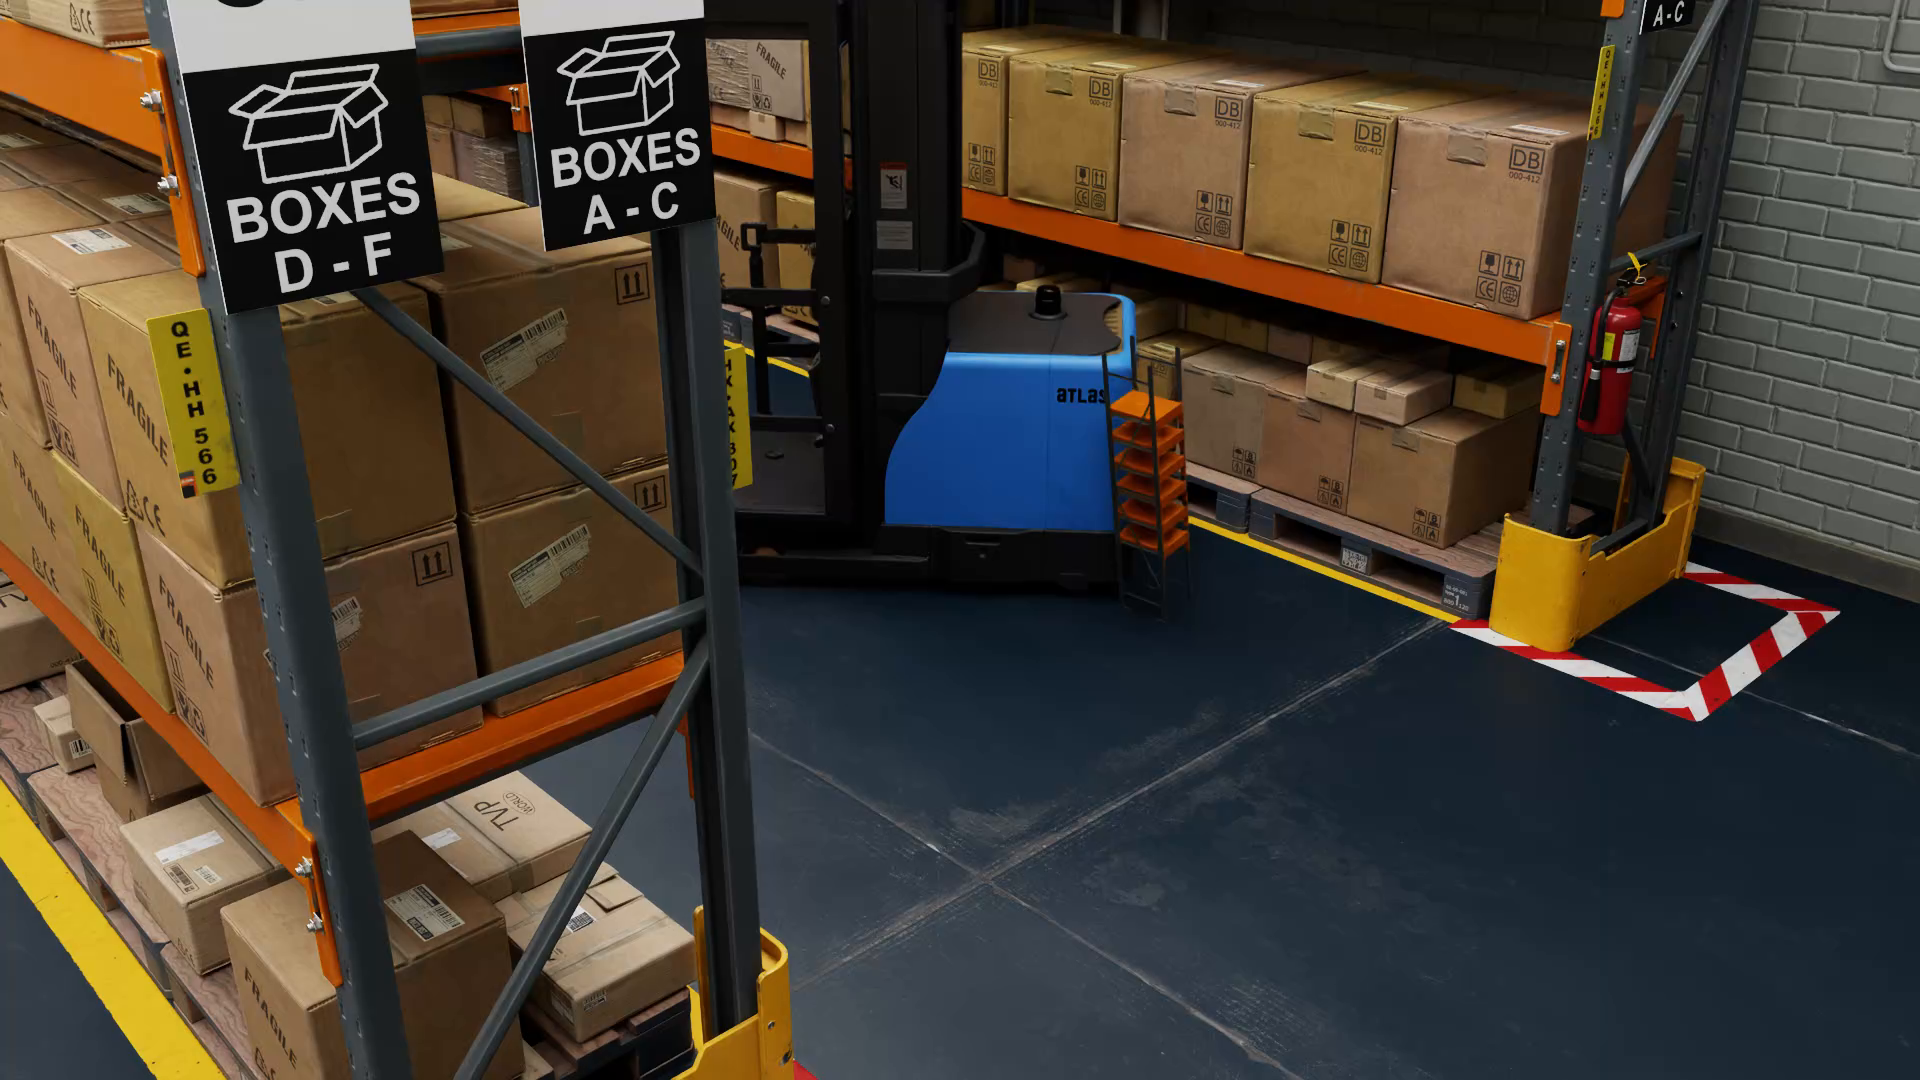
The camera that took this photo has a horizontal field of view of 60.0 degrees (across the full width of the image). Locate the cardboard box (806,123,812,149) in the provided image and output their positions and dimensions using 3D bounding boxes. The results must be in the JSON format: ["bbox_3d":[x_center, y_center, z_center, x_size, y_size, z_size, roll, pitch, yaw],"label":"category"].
[{"bbox_3d":[-0.651,-2.319,9.498,0.380,0.149,0.250,-21,32,-38],"label":"cardboard box"}]

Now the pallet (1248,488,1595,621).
[{"bbox_3d":[2.107,-0.072,7.654,1.003,0.211,1.213,-21,32,-38],"label":"pallet"}]

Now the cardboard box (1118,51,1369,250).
[{"bbox_3d":[1.335,-1.860,7.851,0.700,0.700,0.980,22,32,39],"label":"cardboard box"}]

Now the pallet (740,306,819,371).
[{"bbox_3d":[-0.606,-1.276,10.293,1.003,0.211,1.213,-21,32,-38],"label":"pallet"}]

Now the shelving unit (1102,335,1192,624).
[{"bbox_3d":[0.771,-0.231,6.792,0.258,1.200,0.189,20,41,37],"label":"shelving unit"}]

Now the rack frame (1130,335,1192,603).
[{"bbox_3d":[0.832,-0.273,6.846,0.240,1.200,0.006,20,41,37],"label":"rack frame"}]

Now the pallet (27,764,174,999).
[{"bbox_3d":[-2.330,0.921,5.478,1.003,0.211,1.213,-21,32,-38],"label":"pallet"}]

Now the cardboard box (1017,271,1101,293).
[{"bbox_3d":[0.514,-1.270,8.645,0.380,0.149,0.250,-20,31,-37],"label":"cardboard box"}]

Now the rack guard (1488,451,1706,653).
[{"bbox_3d":[2.727,0.024,7.096,1.175,0.500,0.348,-21,32,-38],"label":"rack guard"}]

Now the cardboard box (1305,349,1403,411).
[{"bbox_3d":[1.763,-0.718,7.434,0.380,0.149,0.250,-20,31,-37],"label":"cardboard box"}]

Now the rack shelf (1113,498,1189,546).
[{"bbox_3d":[0.790,-0.092,6.878,0.258,0.103,0.180,20,41,37],"label":"rack shelf"}]

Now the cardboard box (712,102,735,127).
[{"bbox_3d":[-1.298,-2.647,10.217,0.380,0.149,0.250,-22,33,-40],"label":"cardboard box"}]

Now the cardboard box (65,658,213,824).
[{"bbox_3d":[-2.349,0.577,5.349,0.797,0.503,0.637,-21,32,-38],"label":"cardboard box"}]

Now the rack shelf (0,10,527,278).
[{"bbox_3d":[-2.270,-1.358,4.365,1.077,0.370,4.000,-21,32,-38],"label":"rack shelf"}]

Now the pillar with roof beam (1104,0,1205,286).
[{"bbox_3d":[-2.056,-3.874,5.400,9.100,9.000,0.400,-21,32,-38],"label":"pillar with roof beam"}]

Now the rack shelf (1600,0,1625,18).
[{"bbox_3d":[1.343,-2.764,7.448,1.077,0.370,4.000,-21,32,-38],"label":"rack shelf"}]

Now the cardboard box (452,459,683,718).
[{"bbox_3d":[-1.014,0.031,3.948,0.500,0.500,0.500,-20,32,-37],"label":"cardboard box"}]

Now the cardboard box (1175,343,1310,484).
[{"bbox_3d":[1.473,-0.662,8.093,0.500,0.500,0.700,23,33,40],"label":"cardboard box"}]

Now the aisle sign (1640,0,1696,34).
[{"bbox_3d":[2.541,-2.197,5.819,0.394,0.787,0.004,-21,32,-38],"label":"aisle sign"}]

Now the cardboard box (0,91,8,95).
[{"bbox_3d":[-3.102,-1.347,5.763,0.500,0.500,0.500,-21,32,-38],"label":"cardboard box"}]

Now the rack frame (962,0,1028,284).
[{"bbox_3d":[-0.023,-2.333,9.249,1.000,3.000,0.127,-21,32,-38],"label":"rack frame"}]

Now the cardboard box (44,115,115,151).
[{"bbox_3d":[-2.406,-1.040,5.090,0.500,0.500,0.500,-21,32,-38],"label":"cardboard box"}]

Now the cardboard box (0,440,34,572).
[{"bbox_3d":[-2.446,-0.280,4.629,0.500,0.500,0.500,-22,32,-39],"label":"cardboard box"}]

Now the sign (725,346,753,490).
[{"bbox_3d":[-0.507,-0.262,3.668,0.100,0.325,0.005,-21,32,-38],"label":"sign"}]

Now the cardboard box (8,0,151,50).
[{"bbox_3d":[-1.447,-1.092,3.096,0.500,0.250,0.500,-21,32,-38],"label":"cardboard box"}]

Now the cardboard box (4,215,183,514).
[{"bbox_3d":[-1.754,-0.424,3.741,0.500,0.500,0.500,-20,31,-37],"label":"cardboard box"}]

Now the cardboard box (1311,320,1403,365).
[{"bbox_3d":[1.873,-0.901,7.836,0.380,0.149,0.250,-21,32,-38],"label":"cardboard box"}]

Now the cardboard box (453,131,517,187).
[{"bbox_3d":[-3.555,-3.000,13.193,0.700,0.500,0.500,-21,32,-39],"label":"cardboard box"}]

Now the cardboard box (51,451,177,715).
[{"bbox_3d":[-1.765,0.026,3.960,0.500,0.500,0.500,-21,32,-38],"label":"cardboard box"}]

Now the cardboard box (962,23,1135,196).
[{"bbox_3d":[0.335,-2.300,8.816,0.980,0.700,0.700,-21,32,-38],"label":"cardboard box"}]

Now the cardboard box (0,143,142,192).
[{"bbox_3d":[-2.463,-0.736,4.424,0.500,0.500,0.500,-20,31,-37],"label":"cardboard box"}]

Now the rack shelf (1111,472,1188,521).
[{"bbox_3d":[0.776,-0.194,6.815,0.258,0.103,0.180,20,41,37],"label":"rack shelf"}]

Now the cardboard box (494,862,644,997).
[{"bbox_3d":[-1.109,1.074,4.664,0.380,0.166,0.250,-21,32,-38],"label":"cardboard box"}]

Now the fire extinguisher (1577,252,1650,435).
[{"bbox_3d":[2.477,-0.739,6.299,0.296,0.674,0.183,-21,32,-38],"label":"fire extinguisher"}]

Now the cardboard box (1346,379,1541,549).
[{"bbox_3d":[2.159,-0.358,7.427,0.700,0.500,0.500,-21,32,-38],"label":"cardboard box"}]

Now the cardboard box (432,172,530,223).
[{"bbox_3d":[-1.377,-0.580,4.083,0.500,0.500,0.500,-21,32,-38],"label":"cardboard box"}]

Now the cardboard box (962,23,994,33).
[{"bbox_3d":[-0.154,-2.733,9.625,0.500,0.500,0.500,22,33,40],"label":"cardboard box"}]

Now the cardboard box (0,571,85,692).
[{"bbox_3d":[-3.508,0.285,6.220,0.500,0.311,0.500,-21,32,-38],"label":"cardboard box"}]

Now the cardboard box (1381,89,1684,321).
[{"bbox_3d":[2.355,-1.409,6.863,0.980,0.700,0.700,-20,31,-36],"label":"cardboard box"}]

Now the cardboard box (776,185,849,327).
[{"bbox_3d":[-0.563,-1.706,9.959,0.750,0.750,0.750,-21,32,-38],"label":"cardboard box"}]

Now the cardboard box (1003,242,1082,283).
[{"bbox_3d":[0.459,-1.526,9.206,0.380,0.149,0.250,-21,32,-39],"label":"cardboard box"}]

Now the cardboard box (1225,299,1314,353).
[{"bbox_3d":[1.523,-1.056,8.175,0.380,0.149,0.250,-21,32,-38],"label":"cardboard box"}]

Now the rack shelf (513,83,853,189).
[{"bbox_3d":[-1.390,-2.611,10.727,1.077,0.370,4.000,-21,32,-38],"label":"rack shelf"}]

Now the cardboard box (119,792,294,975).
[{"bbox_3d":[-2.082,0.945,4.847,0.500,0.250,0.500,-21,32,-38],"label":"cardboard box"}]

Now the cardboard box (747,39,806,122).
[{"bbox_3d":[-0.879,-2.743,9.645,0.500,0.500,0.500,-21,32,-38],"label":"cardboard box"}]

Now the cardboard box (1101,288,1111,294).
[{"bbox_3d":[0.754,-0.978,8.785,0.700,0.500,0.500,-22,32,-39],"label":"cardboard box"}]

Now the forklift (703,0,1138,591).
[{"bbox_3d":[-0.730,-1.347,7.171,3.031,2.935,1.130,2,25,4],"label":"forklift"}]

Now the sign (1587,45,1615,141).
[{"bbox_3d":[2.305,-1.606,5.975,0.100,0.325,0.005,-21,32,-38],"label":"sign"}]

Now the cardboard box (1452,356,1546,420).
[{"bbox_3d":[2.390,-0.672,7.334,0.380,0.149,0.250,-21,32,-38],"label":"cardboard box"}]

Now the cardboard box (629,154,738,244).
[{"bbox_3d":[-1.757,-2.230,11.109,0.750,0.750,0.750,-21,32,-39],"label":"cardboard box"}]

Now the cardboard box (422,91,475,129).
[{"bbox_3d":[-3.987,-3.497,13.379,0.500,0.250,0.500,-21,32,-39],"label":"cardboard box"}]

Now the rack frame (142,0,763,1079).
[{"bbox_3d":[-0.901,0.285,3.512,0.949,2.616,0.053,-21,32,-38],"label":"rack frame"}]

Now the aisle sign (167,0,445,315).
[{"bbox_3d":[-1.080,-0.790,2.734,0.394,0.787,0.004,-21,32,-38],"label":"aisle sign"}]

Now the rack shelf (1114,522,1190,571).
[{"bbox_3d":[0.803,0.009,6.940,0.258,0.103,0.180,20,41,37],"label":"rack shelf"}]

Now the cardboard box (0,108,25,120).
[{"bbox_3d":[-3.167,-1.048,5.108,0.500,0.500,0.500,-22,33,-40],"label":"cardboard box"}]

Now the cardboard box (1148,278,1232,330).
[{"bbox_3d":[1.173,-1.211,8.514,0.380,0.149,0.250,-21,32,-38],"label":"cardboard box"}]

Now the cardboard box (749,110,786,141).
[{"bbox_3d":[-1.019,-2.474,9.837,0.380,0.149,0.250,-21,32,-38],"label":"cardboard box"}]
